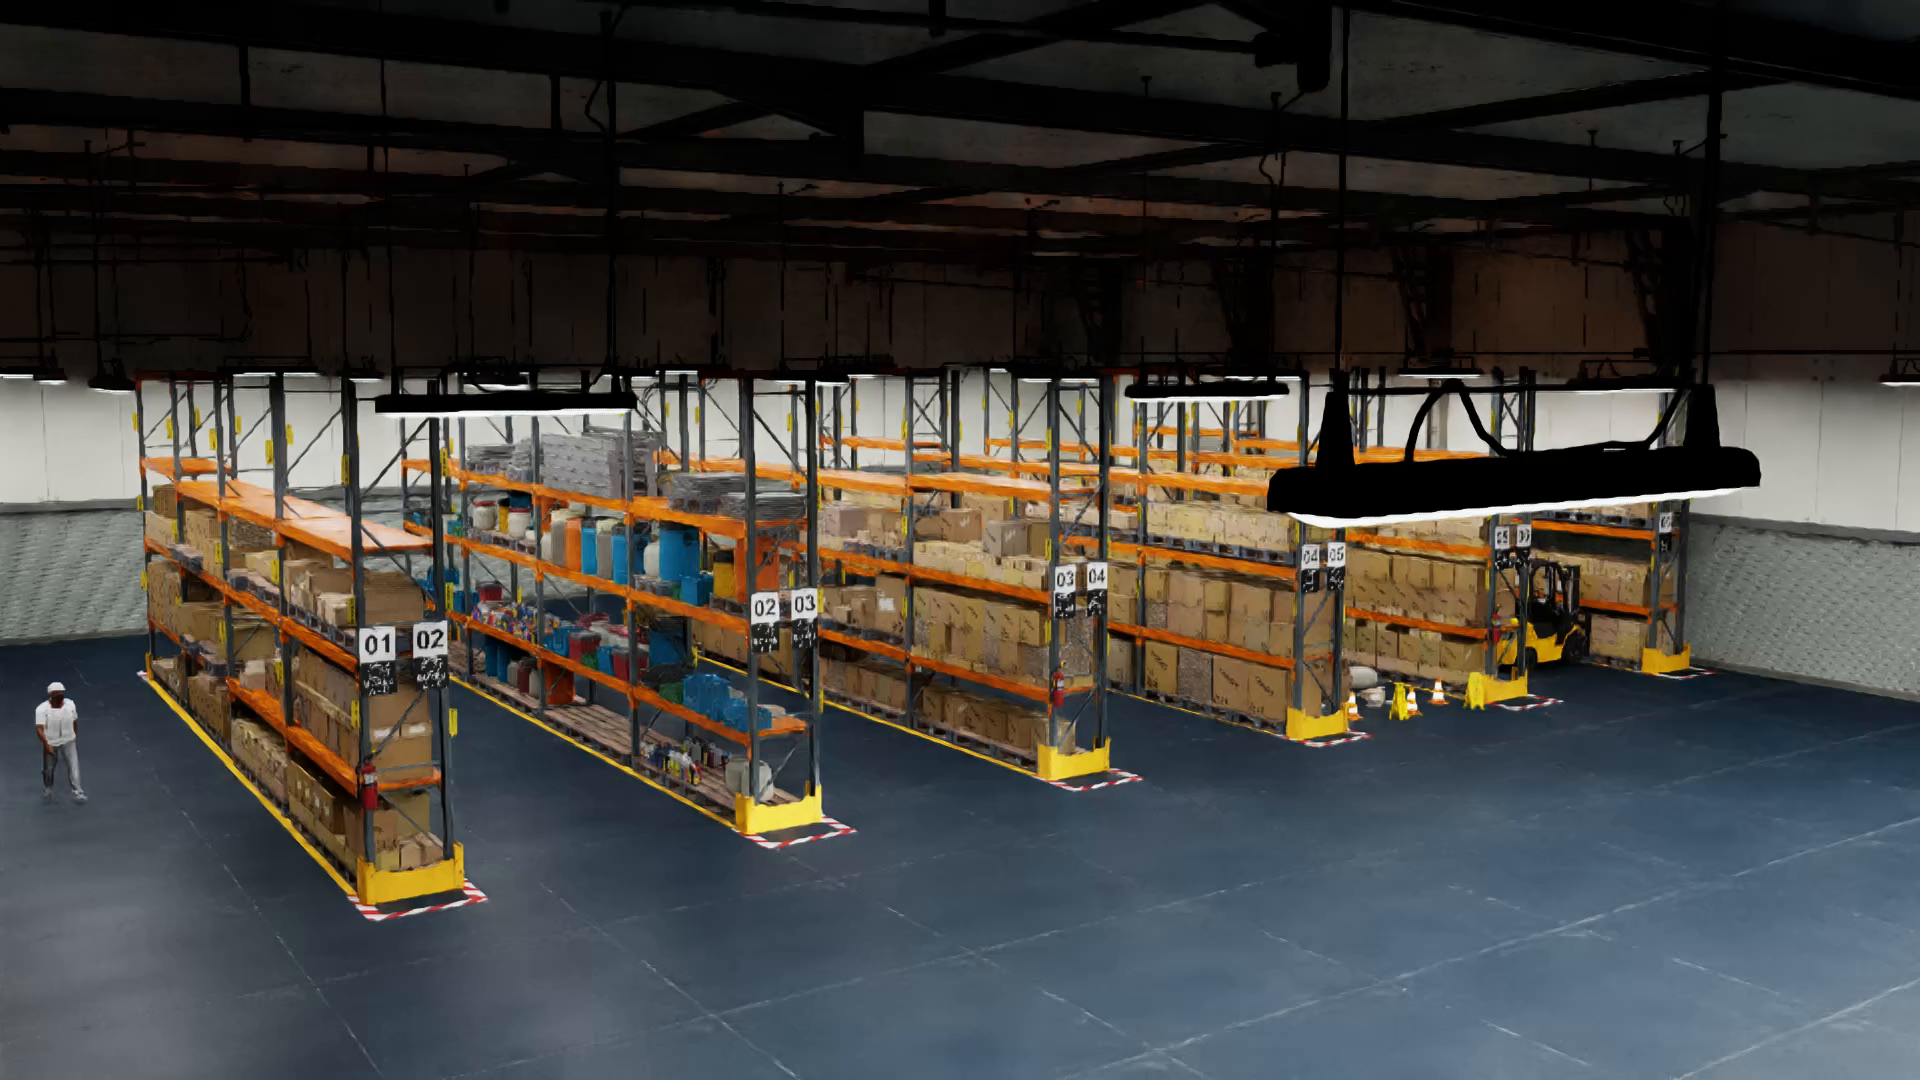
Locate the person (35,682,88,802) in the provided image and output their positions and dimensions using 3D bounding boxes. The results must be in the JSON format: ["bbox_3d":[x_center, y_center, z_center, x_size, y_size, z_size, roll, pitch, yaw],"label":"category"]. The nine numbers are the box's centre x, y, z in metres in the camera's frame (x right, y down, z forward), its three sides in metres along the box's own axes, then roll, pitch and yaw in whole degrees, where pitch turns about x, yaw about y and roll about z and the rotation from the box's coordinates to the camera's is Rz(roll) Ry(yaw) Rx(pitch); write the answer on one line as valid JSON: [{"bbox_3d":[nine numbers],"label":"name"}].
[{"bbox_3d":[-12.700,2.835,23.421,0.569,1.709,1.034,-6,9,-42],"label":"person"}]

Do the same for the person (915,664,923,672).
[{"bbox_3d":[-0.813,1.867,31.556,0.625,1.787,0.468,4,7,30],"label":"person"}]
